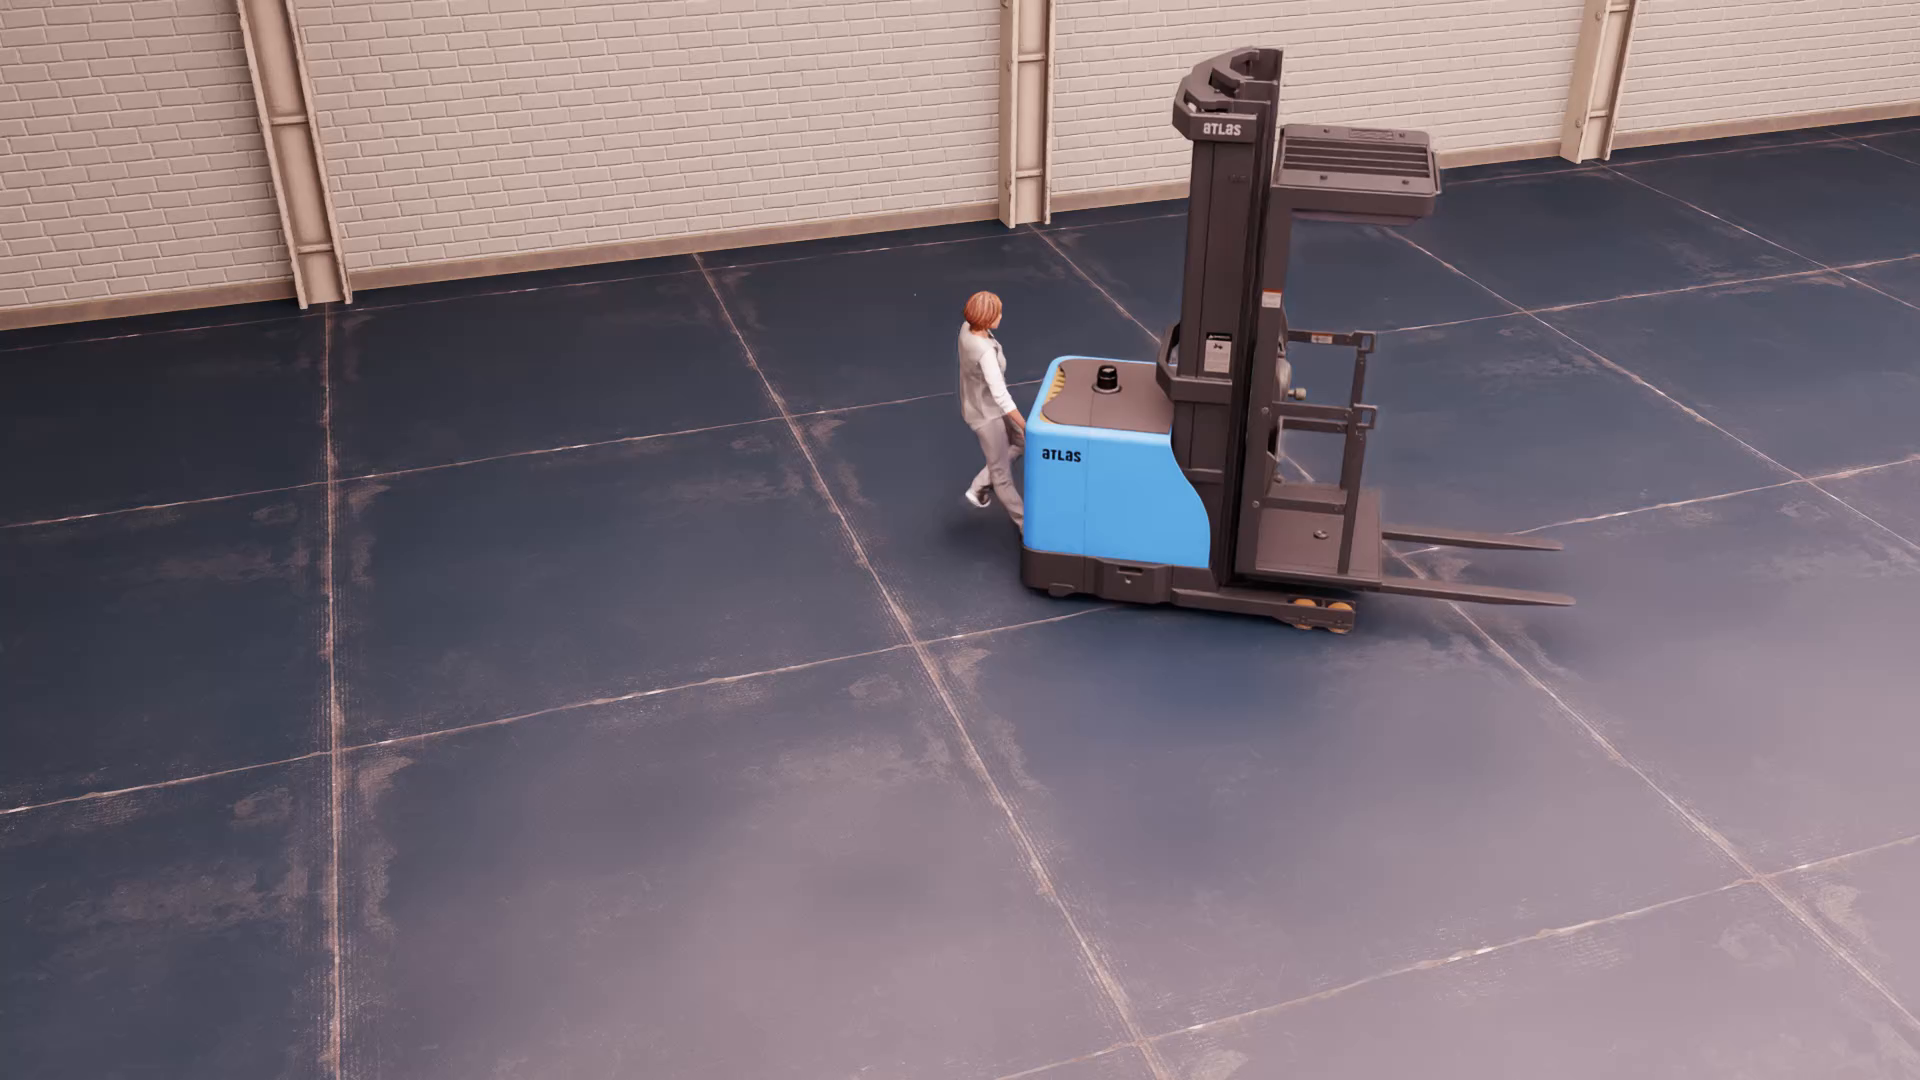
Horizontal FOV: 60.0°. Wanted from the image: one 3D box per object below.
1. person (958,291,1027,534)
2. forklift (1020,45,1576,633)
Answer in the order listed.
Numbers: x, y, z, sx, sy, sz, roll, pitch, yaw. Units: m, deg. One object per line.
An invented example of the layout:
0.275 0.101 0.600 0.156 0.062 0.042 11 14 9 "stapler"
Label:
0.317 -0.766 9.822 0.634 1.496 0.608 -3 30 -5 "person"
1.912 -1.048 8.909 3.031 2.935 1.130 6 30 10 "forklift"
